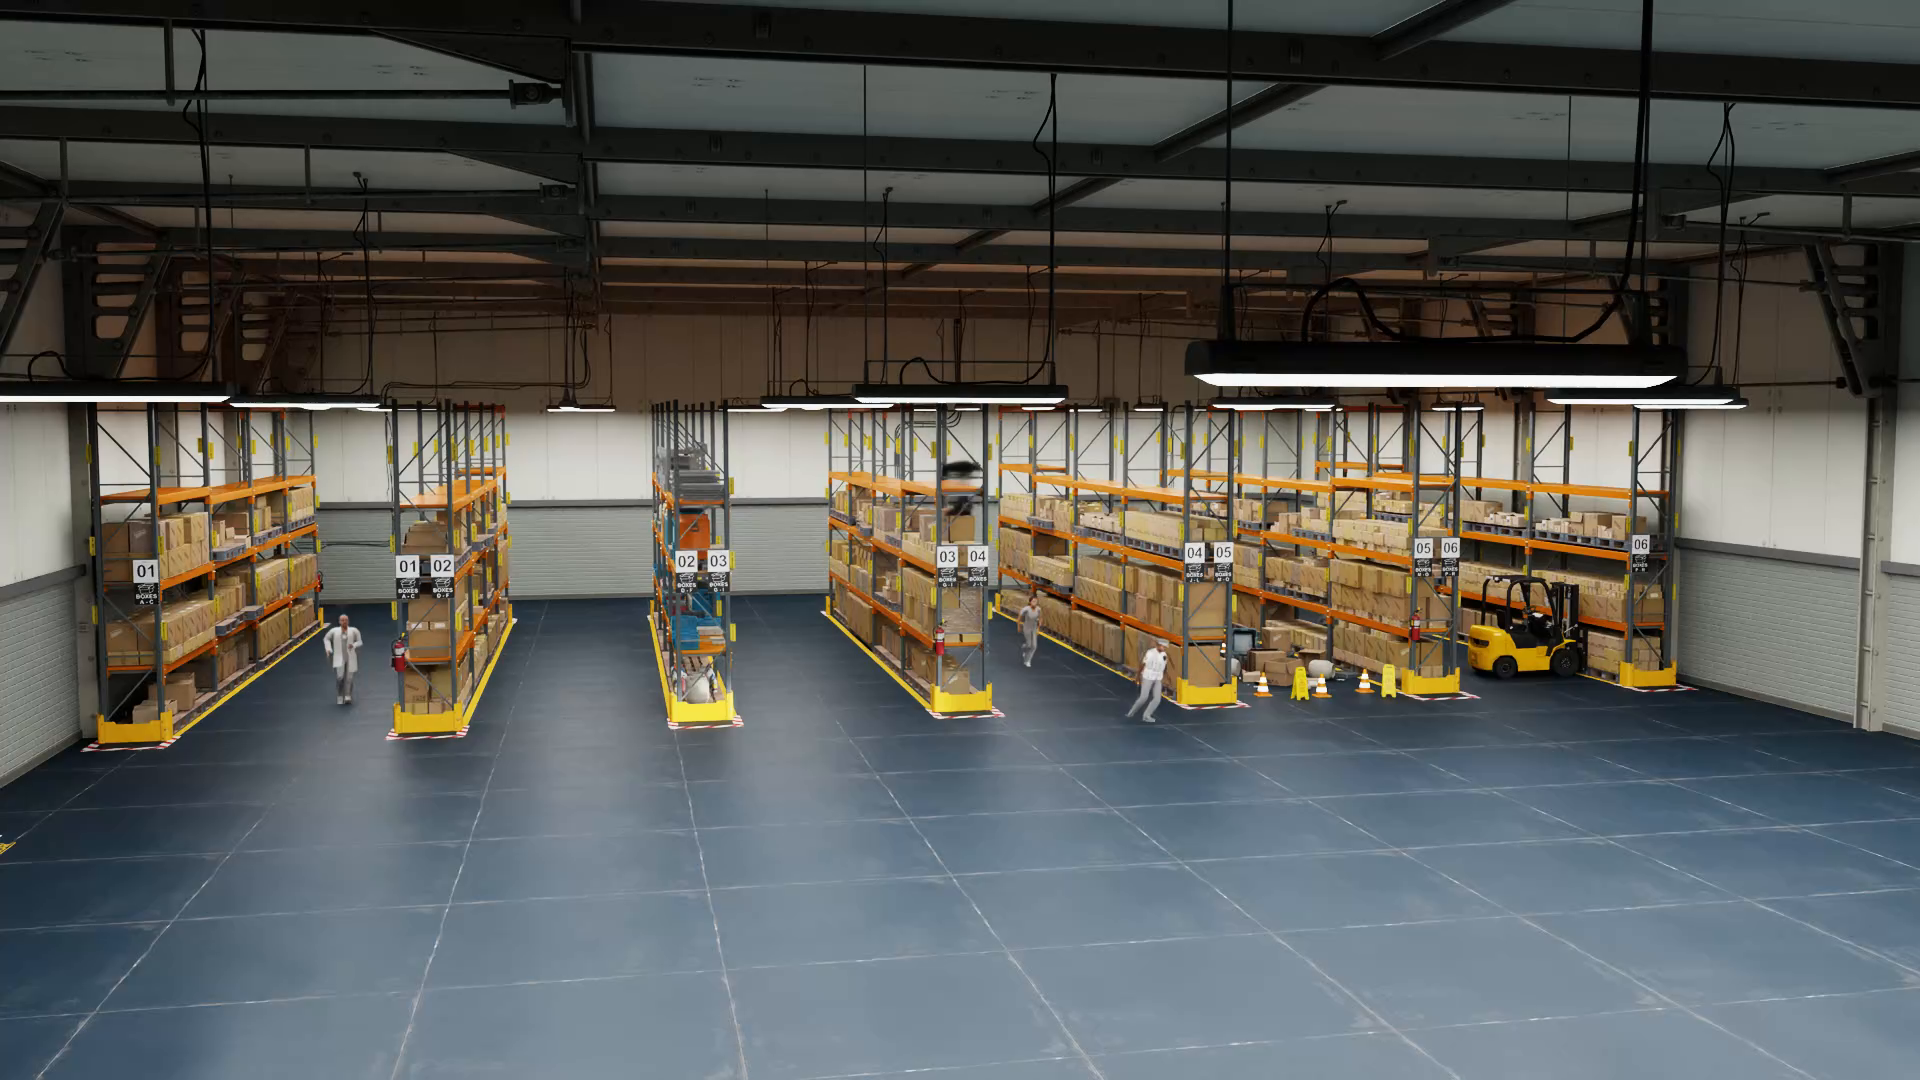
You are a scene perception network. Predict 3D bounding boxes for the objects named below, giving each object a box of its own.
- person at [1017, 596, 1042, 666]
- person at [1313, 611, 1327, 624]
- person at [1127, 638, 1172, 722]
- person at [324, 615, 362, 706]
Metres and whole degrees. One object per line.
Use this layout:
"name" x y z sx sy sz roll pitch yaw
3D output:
"person" 1.589 2.069 37.999 0.554 1.600 0.632 -2 5 -26
"person" 9.786 1.532 45.594 0.674 1.478 0.994 -3 5 -37
"person" 3.537 2.598 30.932 0.740 1.580 0.644 -2 5 -30
"person" -12.145 2.412 32.786 0.702 1.706 0.764 -2 5 -24
